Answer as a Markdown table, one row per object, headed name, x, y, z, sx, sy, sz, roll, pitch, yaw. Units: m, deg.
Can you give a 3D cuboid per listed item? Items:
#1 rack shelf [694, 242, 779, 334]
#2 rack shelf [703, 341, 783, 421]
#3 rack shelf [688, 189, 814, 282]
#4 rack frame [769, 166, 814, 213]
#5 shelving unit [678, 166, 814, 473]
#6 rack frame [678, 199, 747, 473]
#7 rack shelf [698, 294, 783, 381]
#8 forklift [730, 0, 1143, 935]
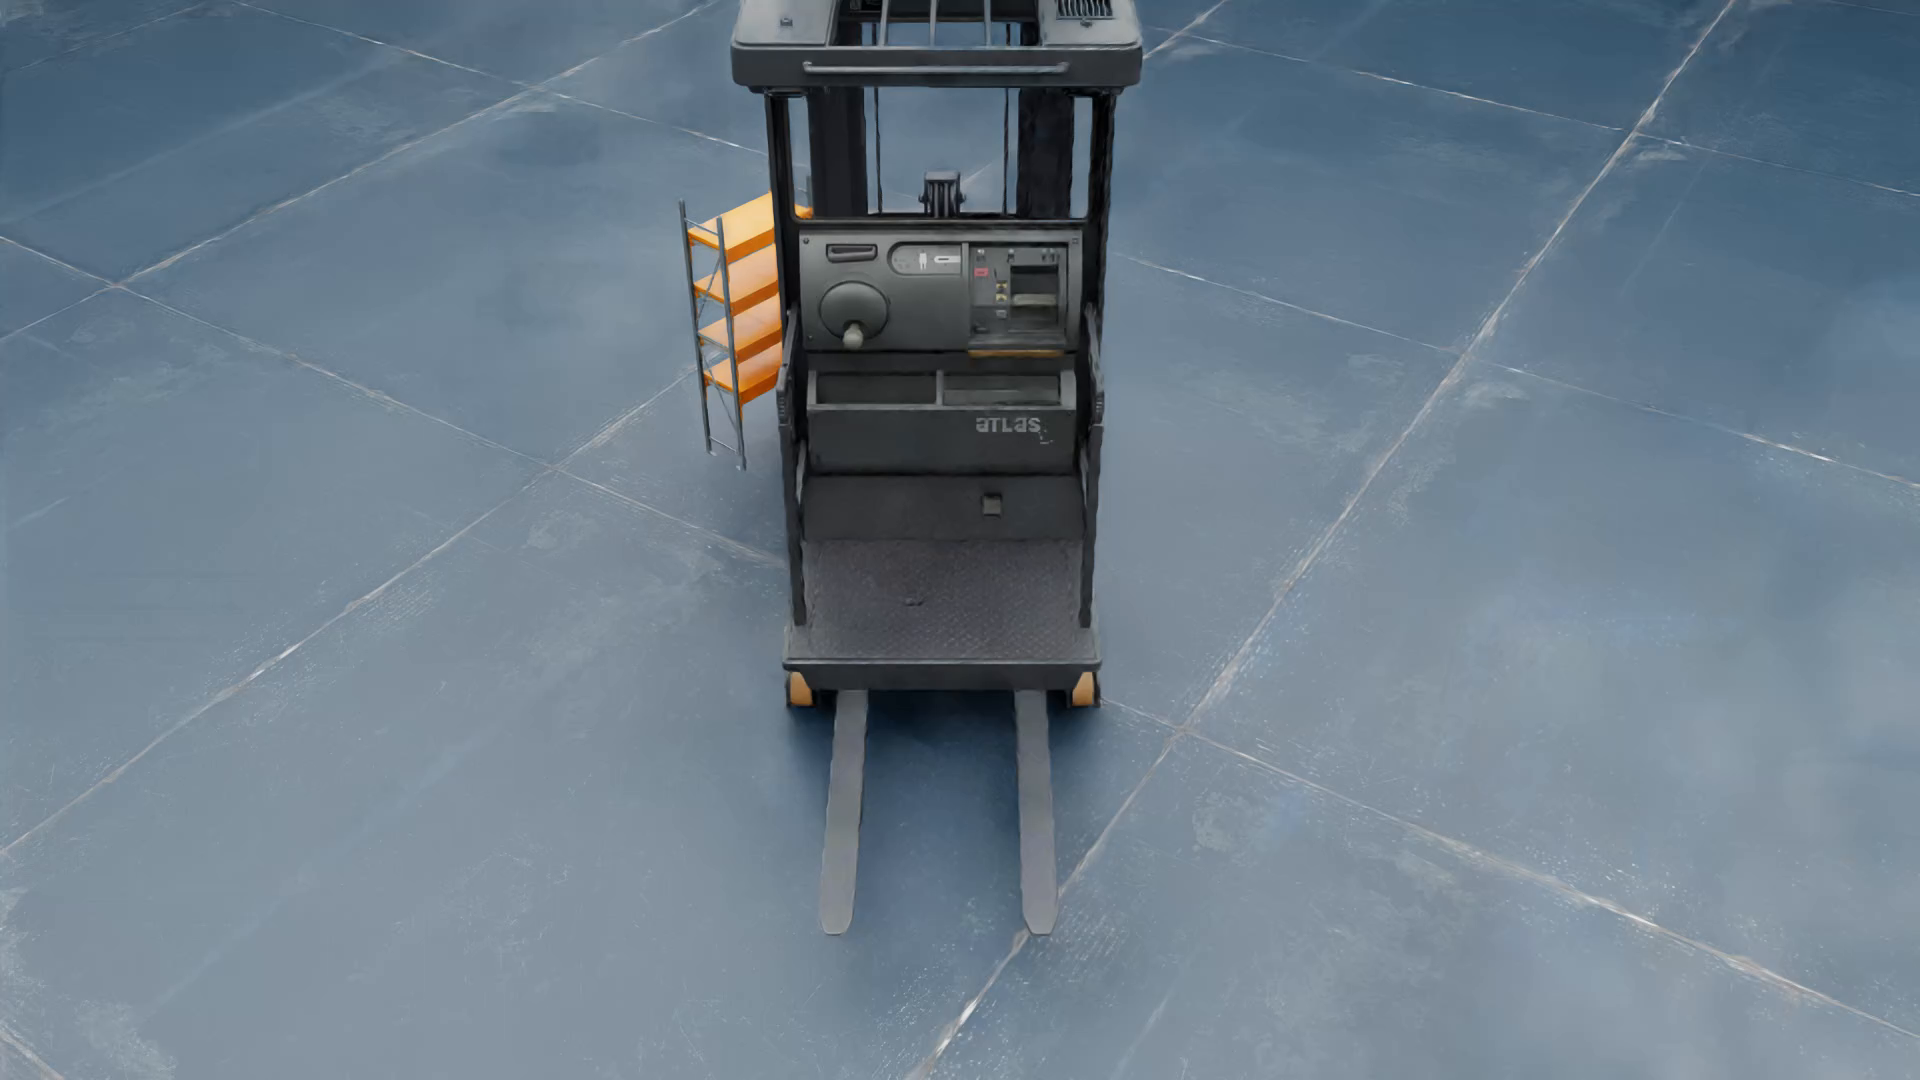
| name | x | y | z | sx | sy | sz | roll | pitch | yaw |
| --- | --- | --- | --- | --- | --- | --- | --- | --- | --- |
| rack shelf | -0.848 | -1.048 | 6.870 | 0.258 | 0.148 | 0.480 | 28 | 46 | 32 |
| rack shelf | -0.848 | -0.714 | 7.128 | 0.258 | 0.148 | 0.480 | 28 | 46 | 32 |
| rack shelf | -0.848 | -1.235 | 6.726 | 0.258 | 0.148 | 0.480 | 28 | 46 | 32 |
| rack frame | -0.687 | -1.036 | 7.111 | 0.240 | 1.200 | 0.015 | 28 | 46 | 32 |
| shelving unit | -0.848 | -0.924 | 6.966 | 0.258 | 1.200 | 0.503 | 28 | 46 | 32 |
| rack frame | -1.009 | -0.812 | 6.821 | 0.240 | 1.200 | 0.015 | 28 | 46 | 32 |
| rack shelf | -0.848 | -0.871 | 7.007 | 0.258 | 0.148 | 0.480 | 28 | 46 | 32 |
| forklift | -0.061 | -0.752 | 5.324 | 1.130 | 2.935 | 3.031 | 0 | 38 | 0 |
